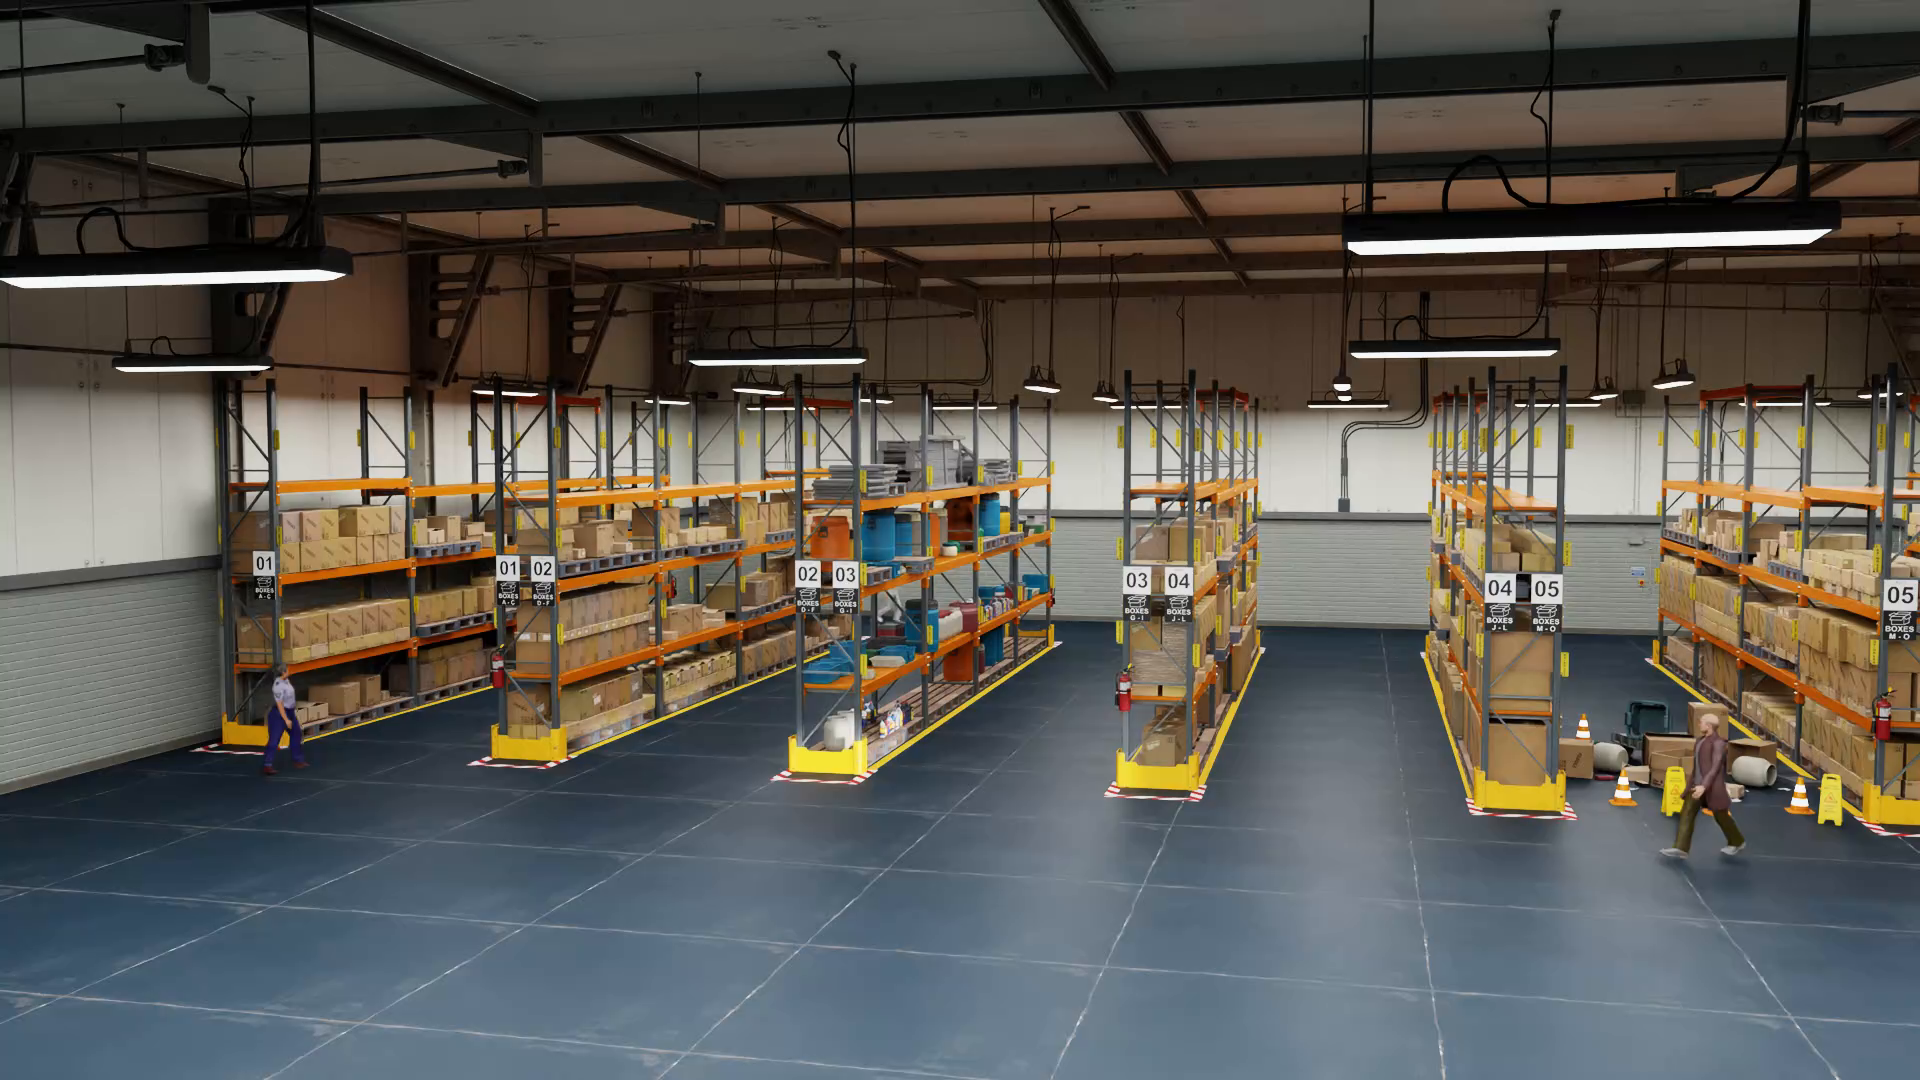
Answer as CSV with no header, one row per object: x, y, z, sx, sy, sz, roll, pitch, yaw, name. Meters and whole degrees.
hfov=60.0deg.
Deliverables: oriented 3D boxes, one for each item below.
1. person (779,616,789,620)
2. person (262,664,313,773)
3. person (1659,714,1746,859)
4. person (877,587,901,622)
-4.948,1.401,46.287,0.502,1.684,0.513,2,4,26,person
-10.203,2.689,25.135,0.583,1.672,0.671,0,3,1,person
8.904,2.935,19.815,1.120,1.739,0.525,-2,4,-25,person
-1.885,1.469,44.996,0.797,1.643,0.457,3,4,37,person
